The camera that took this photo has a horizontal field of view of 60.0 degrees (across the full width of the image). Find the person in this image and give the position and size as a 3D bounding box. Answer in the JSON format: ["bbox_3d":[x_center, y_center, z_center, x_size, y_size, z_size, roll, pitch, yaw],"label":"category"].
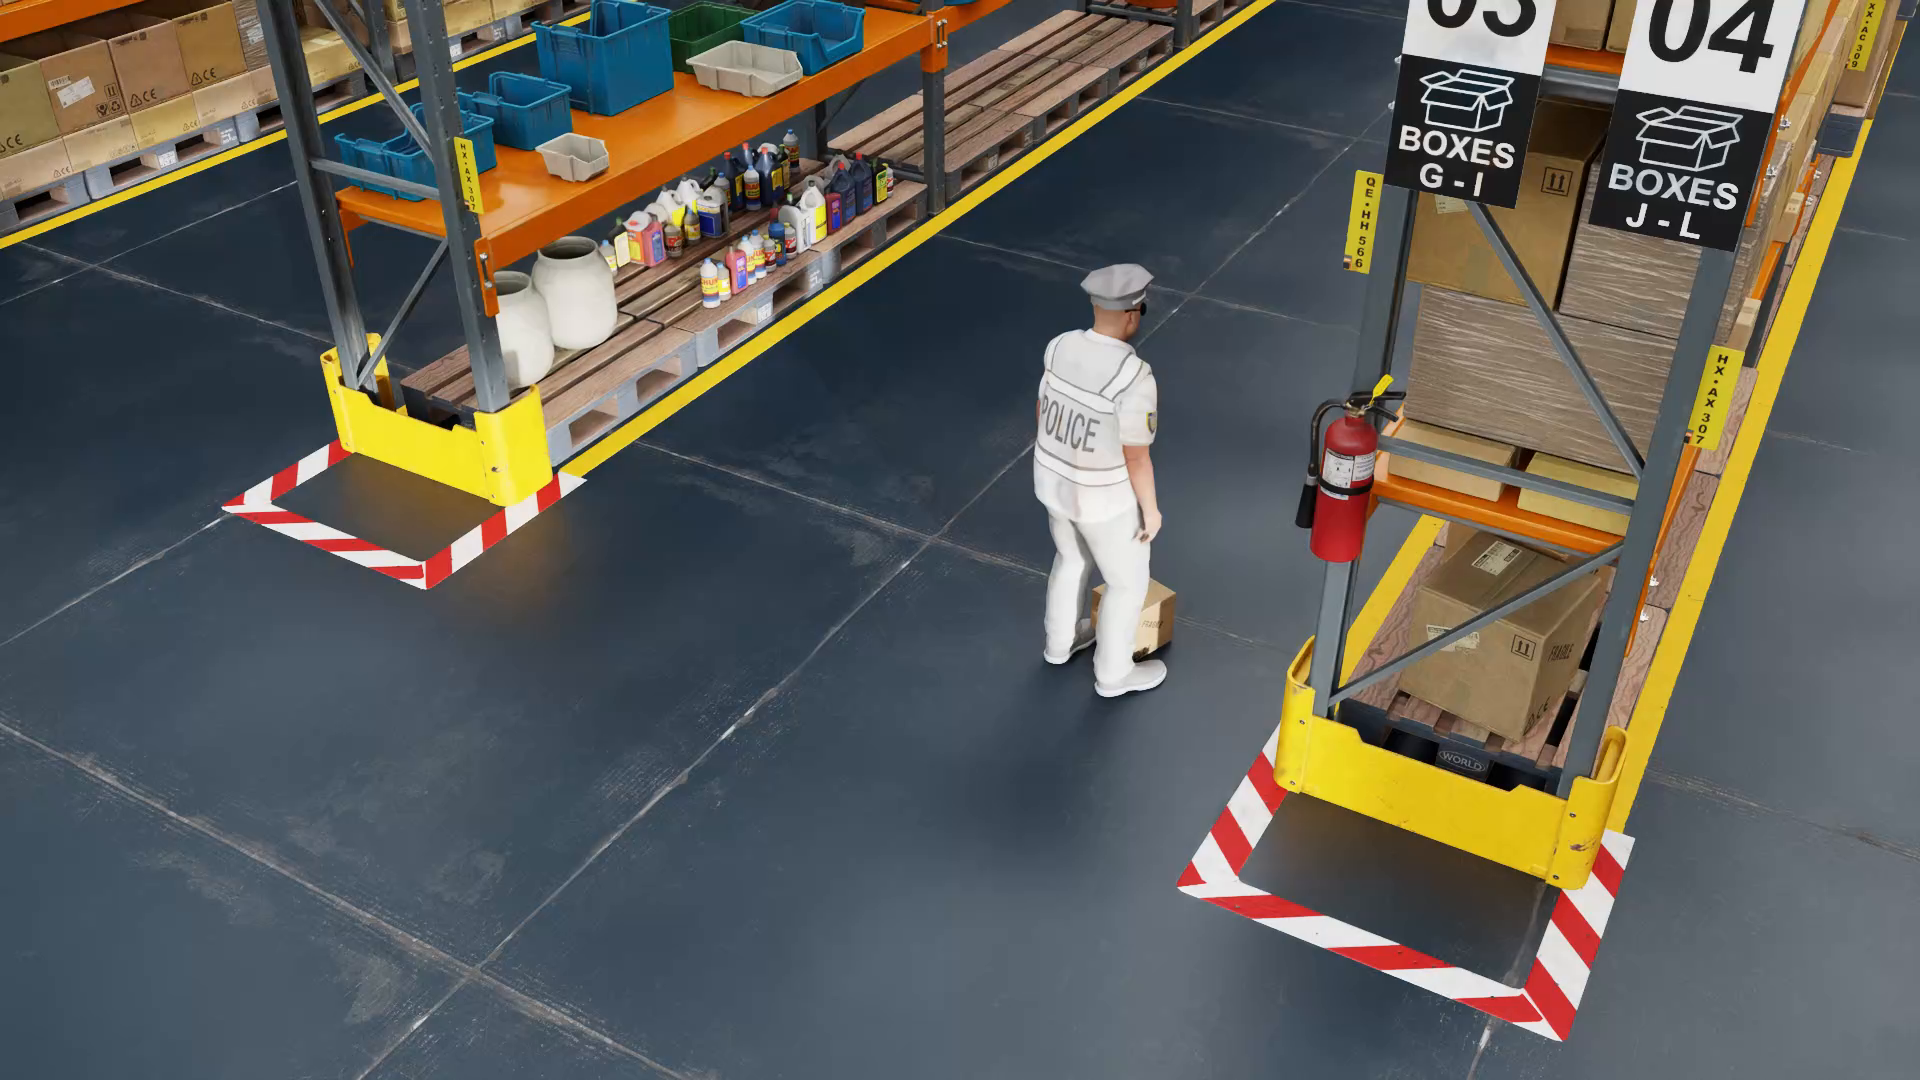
[{"bbox_3d":[0.527,-0.199,6.432,0.438,1.747,0.584,-26,42,-33],"label":"person"}]
